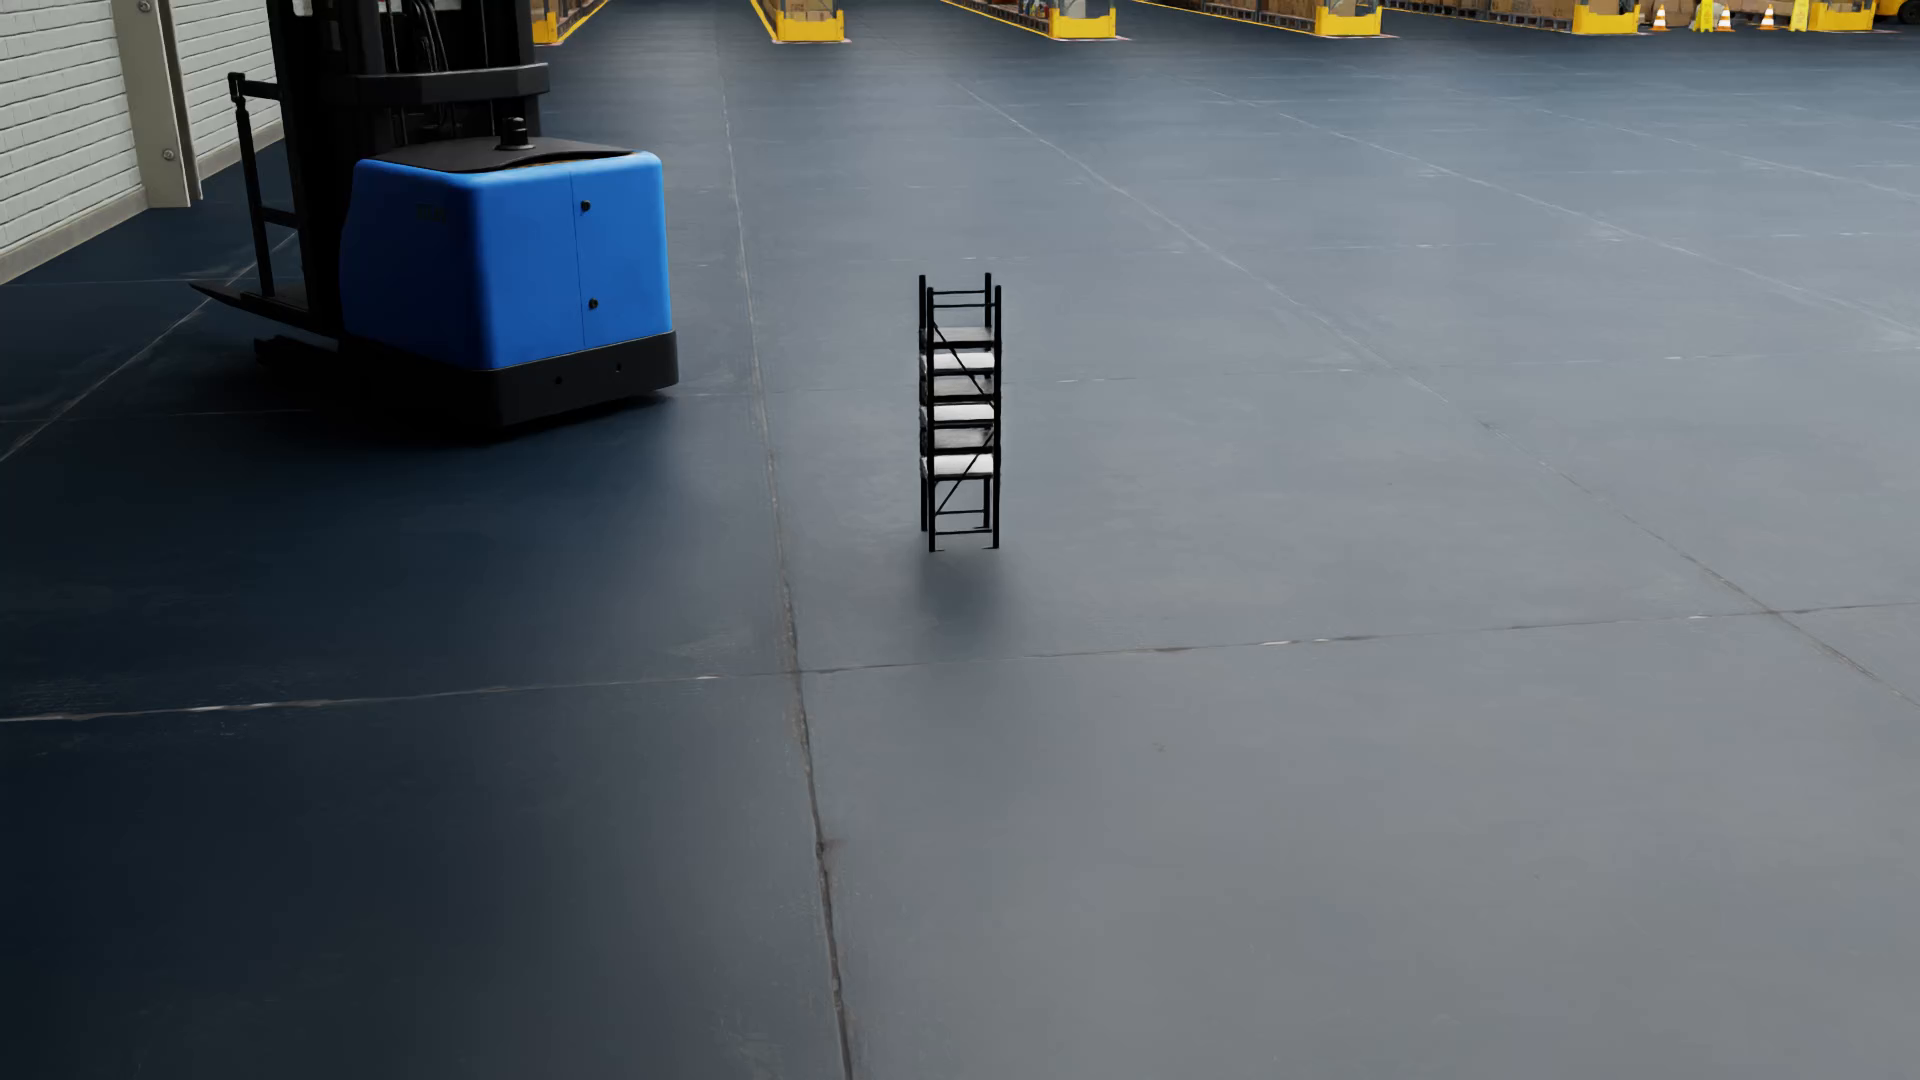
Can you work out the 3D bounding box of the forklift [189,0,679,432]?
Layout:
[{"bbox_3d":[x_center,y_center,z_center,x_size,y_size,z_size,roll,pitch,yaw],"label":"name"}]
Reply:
[{"bbox_3d":[-2.676,-2.231,7.502,3.031,2.935,1.130,18,27,39],"label":"forklift"}]

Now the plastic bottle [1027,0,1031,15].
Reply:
[{"bbox_3d":[1.392,-10.519,32.750,0.144,0.351,0.185,-2,21,-6],"label":"plastic bottle"}]

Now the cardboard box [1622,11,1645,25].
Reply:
[{"bbox_3d":[13.581,-10.536,33.546,0.396,0.266,0.258,1,20,2],"label":"cardboard box"}]

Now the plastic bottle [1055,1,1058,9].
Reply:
[{"bbox_3d":[1.949,-10.493,32.788,0.152,0.276,0.135,-3,21,-8],"label":"plastic bottle"}]

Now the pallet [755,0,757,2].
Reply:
[{"bbox_3d":[-4.819,-14.152,43.305,1.003,0.211,1.213,-3,21,-8],"label":"pallet"}]

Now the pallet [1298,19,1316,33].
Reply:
[{"bbox_3d":[7.071,-9.722,31.445,1.003,0.211,1.213,-3,21,-8],"label":"pallet"}]

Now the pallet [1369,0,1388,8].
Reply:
[{"bbox_3d":[10.650,-13.090,40.462,1.003,0.211,1.213,-3,21,-8],"label":"pallet"}]

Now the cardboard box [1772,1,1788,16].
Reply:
[{"bbox_3d":[16.521,-10.574,33.068,0.500,0.250,0.500,-3,21,-8],"label":"cardboard box"}]

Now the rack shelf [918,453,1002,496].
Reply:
[{"bbox_3d":[-0.001,-0.225,5.641,0.258,0.077,0.200,-3,21,-8],"label":"rack shelf"}]

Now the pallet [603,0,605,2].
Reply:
[{"bbox_3d":[-9.654,-13.930,42.711,1.003,0.211,1.213,-3,21,-8],"label":"pallet"}]

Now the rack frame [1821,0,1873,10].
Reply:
[{"bbox_3d":[16.971,-11.219,31.467,1.000,3.000,0.127,-3,21,-8],"label":"rack frame"}]

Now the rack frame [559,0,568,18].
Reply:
[{"bbox_3d":[-8.117,-11.354,31.830,1.000,3.000,0.127,-3,21,-8],"label":"rack frame"}]

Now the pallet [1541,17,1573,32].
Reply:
[{"bbox_3d":[11.894,-9.901,31.923,1.003,0.211,1.213,-3,21,-8],"label":"pallet"}]

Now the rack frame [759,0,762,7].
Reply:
[{"bbox_3d":[-4.369,-14.375,39.918,1.000,3.000,0.127,-3,21,-8],"label":"rack frame"}]

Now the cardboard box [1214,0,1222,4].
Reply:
[{"bbox_3d":[6.127,-12.293,37.286,0.700,0.500,0.500,-4,21,-11],"label":"cardboard box"}]

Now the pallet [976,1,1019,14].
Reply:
[{"bbox_3d":[0.955,-12.204,38.089,1.003,0.211,1.213,-3,21,-8],"label":"pallet"}]

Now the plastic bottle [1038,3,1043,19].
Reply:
[{"bbox_3d":[1.530,-10.056,31.607,0.061,0.283,0.133,-2,21,-6],"label":"plastic bottle"}]

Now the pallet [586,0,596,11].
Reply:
[{"bbox_3d":[-9.085,-12.555,39.029,1.003,0.211,1.213,-3,21,-8],"label":"pallet"}]

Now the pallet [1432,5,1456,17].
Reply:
[{"bbox_3d":[11.145,-11.699,36.739,1.003,0.211,1.213,-3,21,-8],"label":"pallet"}]

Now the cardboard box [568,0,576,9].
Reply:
[{"bbox_3d":[-8.538,-11.528,35.238,0.700,0.500,0.500,-3,21,-7],"label":"cardboard box"}]

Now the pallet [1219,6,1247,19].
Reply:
[{"bbox_3d":[6.295,-11.490,36.179,1.003,0.211,1.213,-3,21,-8],"label":"pallet"}]

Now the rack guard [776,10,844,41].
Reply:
[{"bbox_3d":[-2.636,-9.041,29.209,1.175,0.500,0.348,-3,21,-8],"label":"rack guard"}]

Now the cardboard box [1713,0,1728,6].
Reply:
[{"bbox_3d":[16.212,-11.295,34.999,0.500,0.250,0.500,-4,21,-10],"label":"cardboard box"}]

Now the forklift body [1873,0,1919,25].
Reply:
[{"bbox_3d":[19.803,-11.637,33.800,2.313,2.155,1.214,-3,21,-8],"label":"forklift body"}]

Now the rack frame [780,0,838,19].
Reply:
[{"bbox_3d":[-2.639,-10.221,28.794,1.000,3.000,0.127,-3,21,-8],"label":"rack frame"}]

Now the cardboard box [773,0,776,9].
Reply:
[{"bbox_3d":[-3.170,-9.997,30.452,0.500,0.500,0.500,-3,21,-8],"label":"cardboard box"}]

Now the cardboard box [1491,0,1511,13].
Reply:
[{"bbox_3d":[11.532,-11.299,34.118,0.875,0.875,0.875,-3,21,-7],"label":"cardboard box"}]

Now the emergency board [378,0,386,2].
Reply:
[{"bbox_3d":[-7.314,-7.233,20.796,0.194,1.169,0.643,-3,21,-8],"label":"emergency board"}]

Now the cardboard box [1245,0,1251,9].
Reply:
[{"bbox_3d":[6.470,-11.519,35.214,0.700,0.500,0.500,-3,21,-8],"label":"cardboard box"}]

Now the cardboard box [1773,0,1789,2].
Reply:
[{"bbox_3d":[16.519,-10.924,32.934,0.500,0.500,0.500,-2,21,-6],"label":"cardboard box"}]

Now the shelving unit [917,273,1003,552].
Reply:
[{"bbox_3d":[-0.001,-0.424,5.566,0.258,0.900,0.210,-3,21,-8],"label":"shelving unit"}]

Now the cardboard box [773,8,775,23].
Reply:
[{"bbox_3d":[-3.167,-9.646,30.584,0.500,0.250,0.500,-3,21,-8],"label":"cardboard box"}]

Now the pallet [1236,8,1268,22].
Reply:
[{"bbox_3d":[6.474,-11.067,35.046,1.003,0.211,1.213,-3,21,-8],"label":"pallet"}]

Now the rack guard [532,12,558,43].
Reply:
[{"bbox_3d":[-7.552,-8.825,28.629,1.175,0.500,0.348,-3,21,-8],"label":"rack guard"}]

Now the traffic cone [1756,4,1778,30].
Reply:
[{"bbox_3d":[15.632,-10.114,32.135,0.336,0.463,0.334,-3,21,-8],"label":"traffic cone"}]

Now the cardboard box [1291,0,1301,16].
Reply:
[{"bbox_3d":[6.863,-10.580,32.729,0.500,0.500,0.500,-5,21,-13],"label":"cardboard box"}]

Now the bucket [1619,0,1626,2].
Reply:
[{"bbox_3d":[13.811,-11.567,34.904,0.726,0.611,0.620,4,11,11],"label":"bucket"}]

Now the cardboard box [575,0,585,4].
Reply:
[{"bbox_3d":[-8.670,-12.190,36.540,0.750,0.750,0.750,-3,21,-8],"label":"cardboard box"}]

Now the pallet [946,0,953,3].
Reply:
[{"bbox_3d":[0.210,-13.994,42.881,1.003,0.211,1.213,-3,21,-8],"label":"pallet"}]

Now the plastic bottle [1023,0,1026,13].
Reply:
[{"bbox_3d":[1.299,-10.650,33.213,0.097,0.271,0.097,0,20,0],"label":"plastic bottle"}]

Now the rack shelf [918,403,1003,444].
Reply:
[{"bbox_3d":[-0.001,-0.393,5.578,0.258,0.077,0.200,-3,21,-8],"label":"rack shelf"}]

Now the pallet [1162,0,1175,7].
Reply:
[{"bbox_3d":[5.620,-13.304,41.035,1.003,0.211,1.213,-3,21,-8],"label":"pallet"}]

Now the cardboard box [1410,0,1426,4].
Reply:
[{"bbox_3d":[10.933,-12.631,37.864,1.050,0.750,0.750,-3,21,-8],"label":"cardboard box"}]

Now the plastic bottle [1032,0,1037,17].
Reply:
[{"bbox_3d":[1.481,-10.306,32.181,0.144,0.351,0.185,-3,21,-8],"label":"plastic bottle"}]
